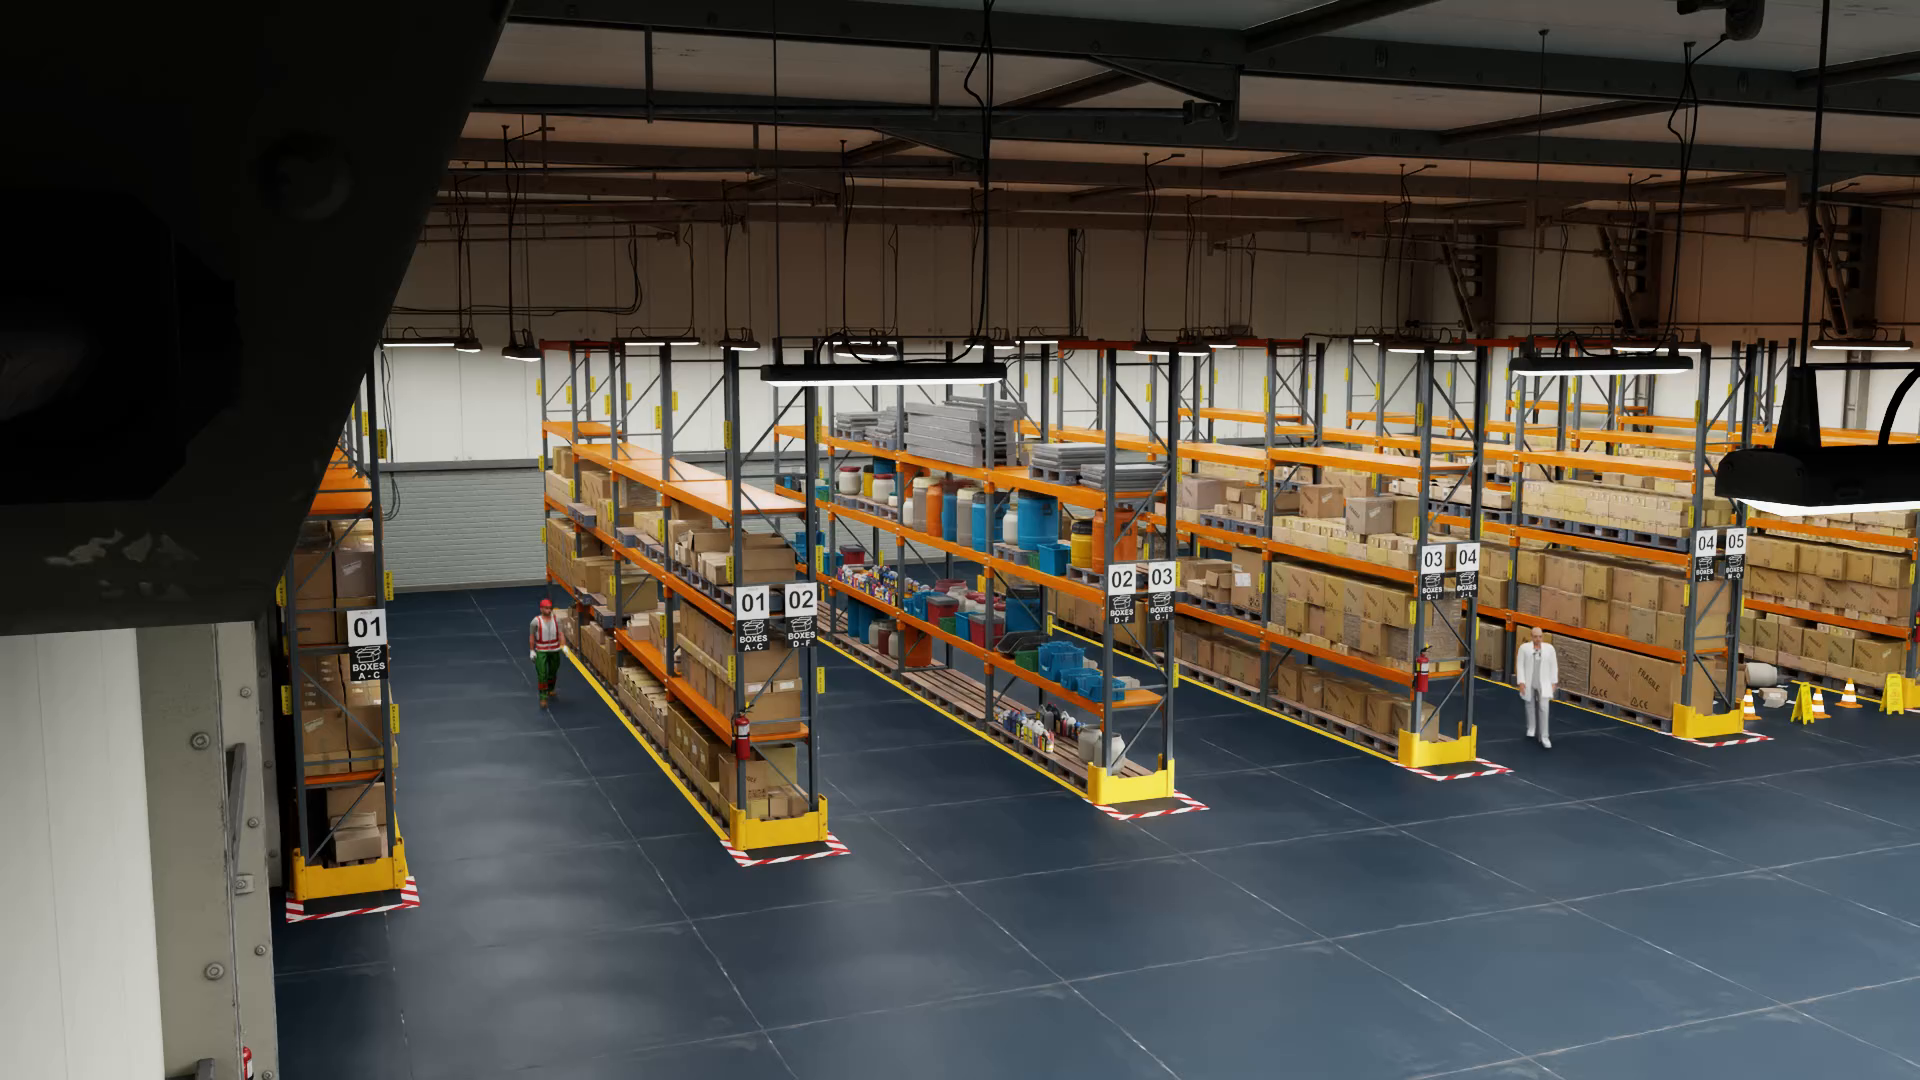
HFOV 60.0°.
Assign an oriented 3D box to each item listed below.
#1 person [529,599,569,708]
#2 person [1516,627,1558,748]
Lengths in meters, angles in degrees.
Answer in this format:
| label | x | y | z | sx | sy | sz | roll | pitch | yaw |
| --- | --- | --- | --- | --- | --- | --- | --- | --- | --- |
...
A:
| label | x | y | z | sx | sy | sz | roll | pitch | yaw |
| --- | --- | --- | --- | --- | --- | --- | --- | --- | --- |
| person | -6.848 | 1.841 | 27.727 | 0.625 | 1.718 | 1.054 | -3 | 8 | -21 |
| person | 8.715 | 2.179 | 25.145 | 0.608 | 1.735 | 1.017 | 3 | 8 | 22 |
